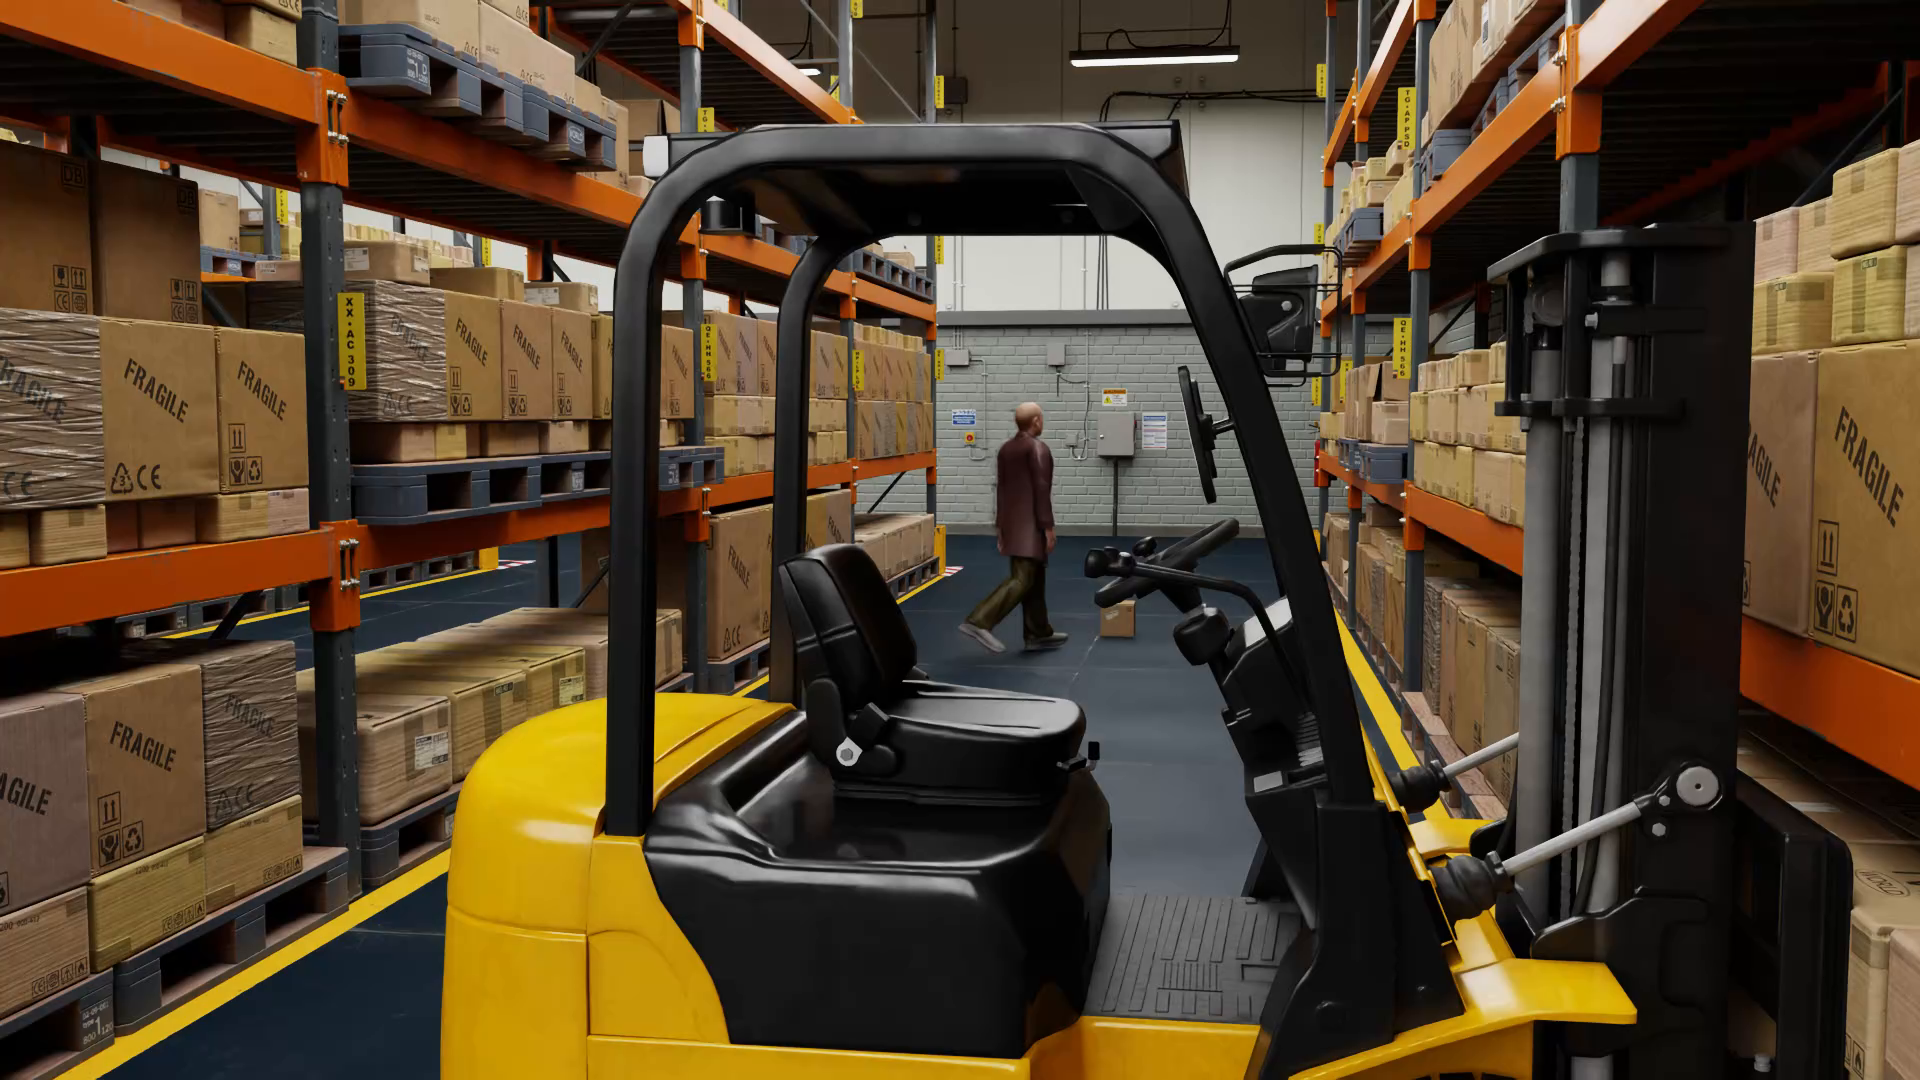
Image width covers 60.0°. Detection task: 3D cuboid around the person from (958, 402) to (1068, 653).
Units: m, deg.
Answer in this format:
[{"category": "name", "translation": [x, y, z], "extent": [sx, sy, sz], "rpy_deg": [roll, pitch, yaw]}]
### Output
[{"category": "person", "translation": [0.404, -0.082, 11.625], "extent": [0.976, 1.758, 0.598], "rpy_deg": [-2, 5, -24]}]
